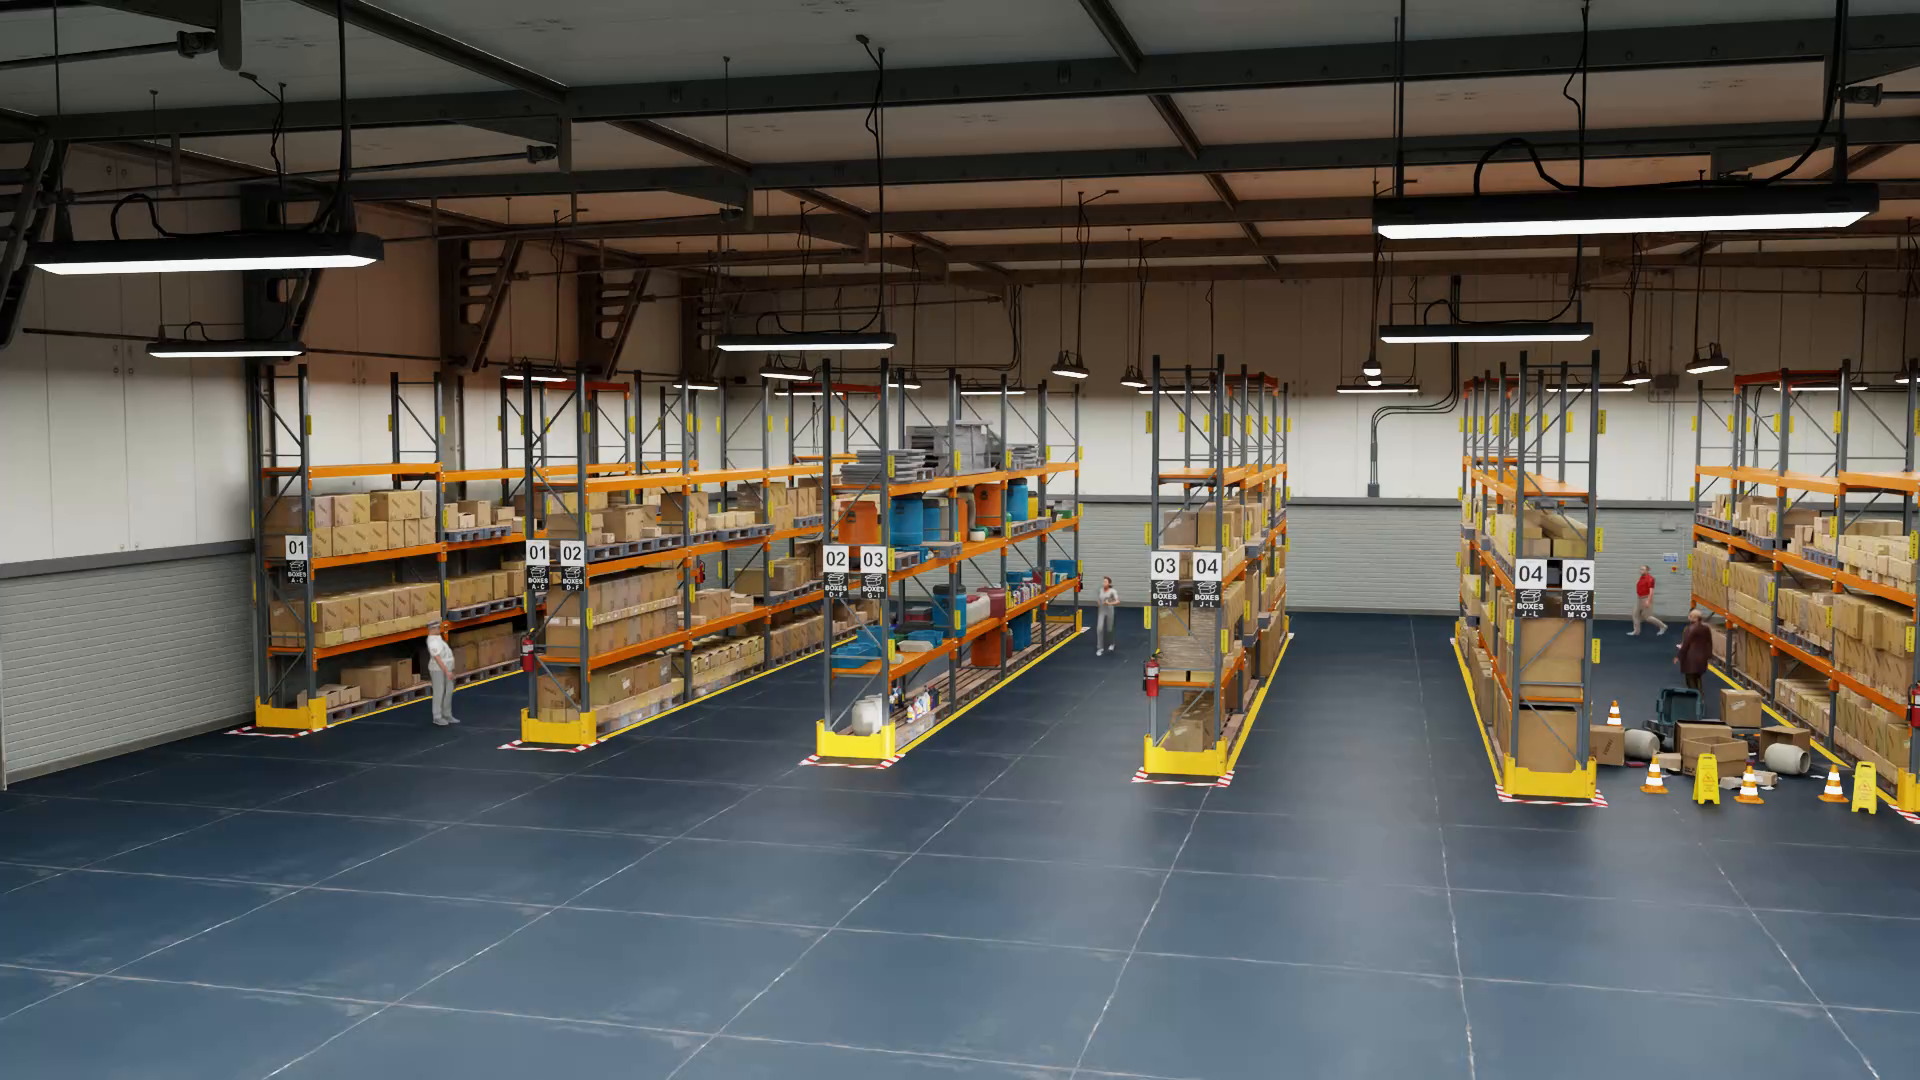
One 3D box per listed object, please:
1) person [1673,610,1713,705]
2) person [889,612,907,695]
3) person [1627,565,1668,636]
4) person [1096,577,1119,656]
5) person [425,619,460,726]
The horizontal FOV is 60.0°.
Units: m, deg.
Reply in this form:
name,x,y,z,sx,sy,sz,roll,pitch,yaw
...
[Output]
name,x,y,z,sx,sy,sz,roll,pitch,yaw
person,12.781,2.120,28.926,0.640,1.822,0.580,0,4,2
person,-1.176,2.119,30.236,0.494,1.659,0.486,-1,4,-19
person,16.232,1.434,39.290,0.855,1.683,0.578,1,4,8
person,3.251,1.659,36.471,0.534,1.708,0.833,1,4,19
person,-8.660,2.218,27.872,0.600,1.788,0.615,1,4,12
